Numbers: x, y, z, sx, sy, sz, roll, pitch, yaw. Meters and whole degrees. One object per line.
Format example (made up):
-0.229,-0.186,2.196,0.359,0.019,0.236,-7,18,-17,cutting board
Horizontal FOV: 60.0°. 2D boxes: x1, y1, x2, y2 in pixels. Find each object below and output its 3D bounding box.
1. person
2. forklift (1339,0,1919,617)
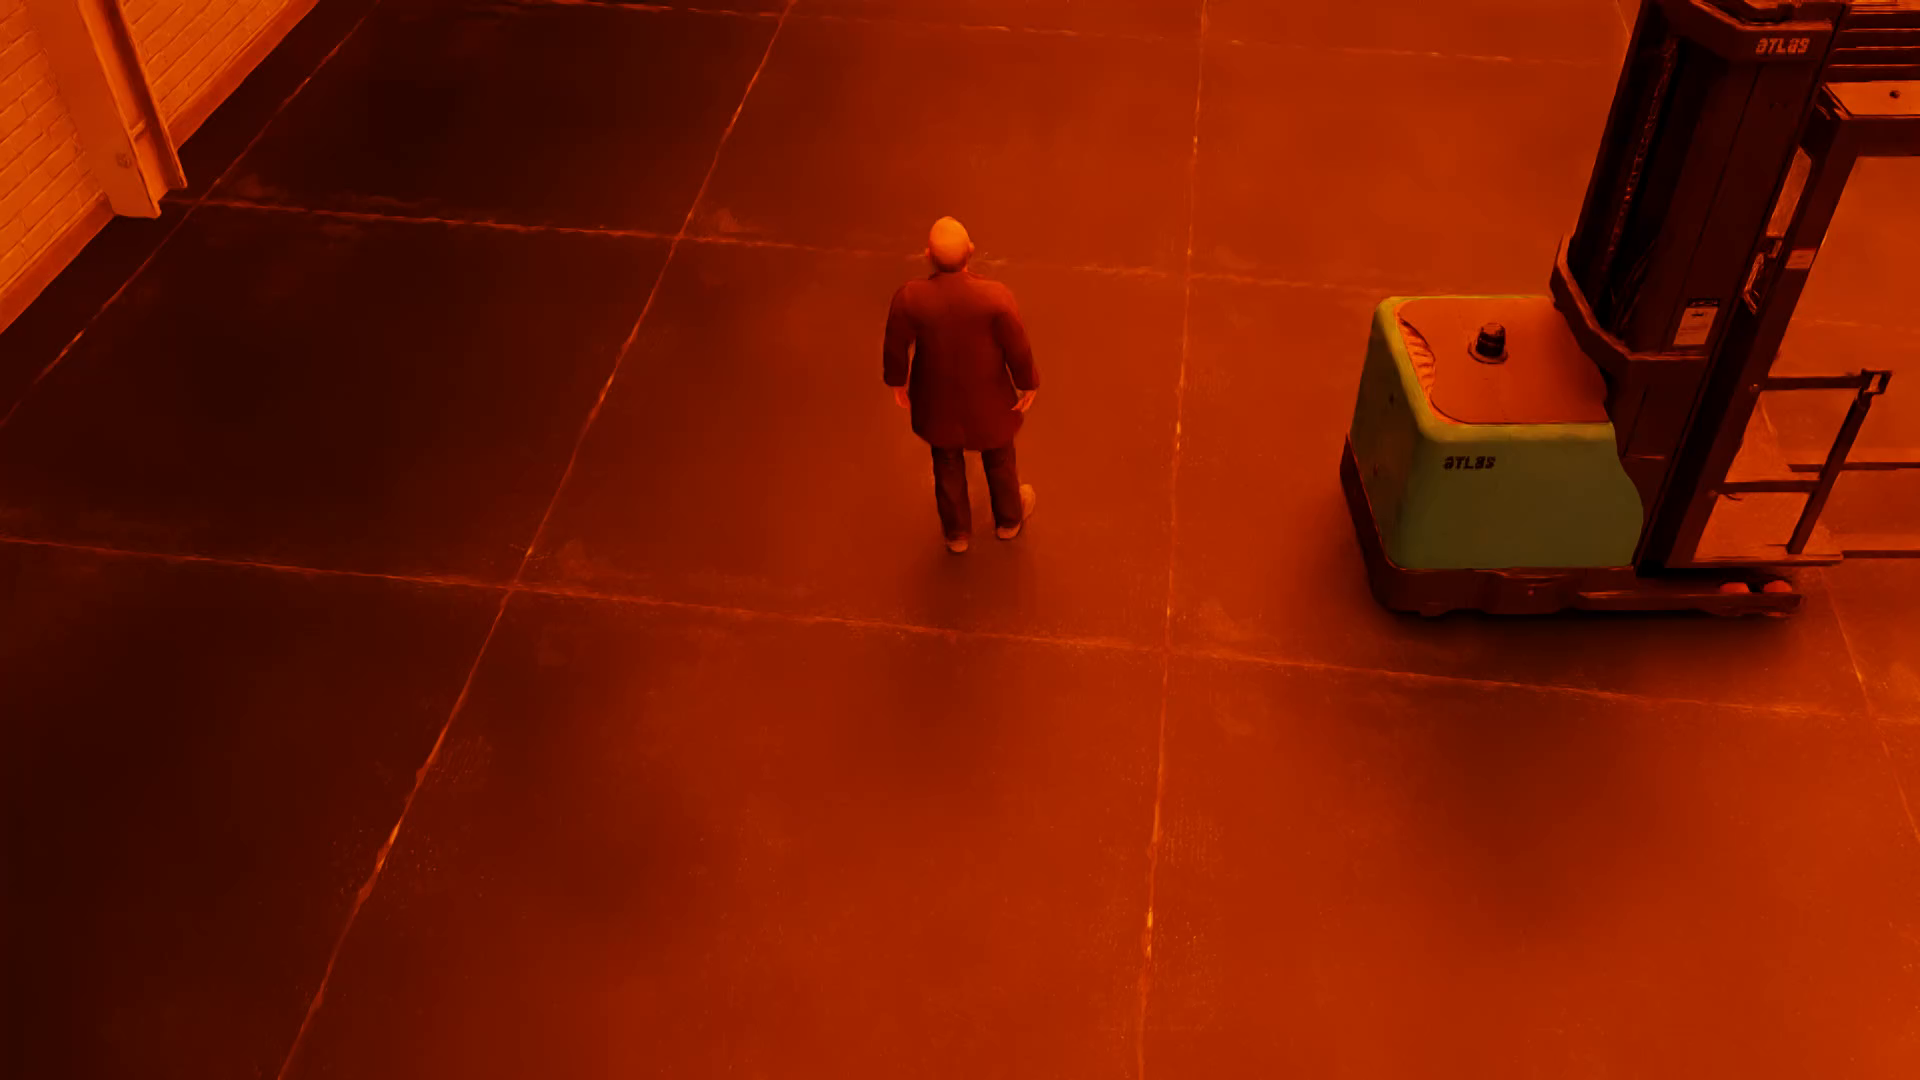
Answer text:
0.017,-0.721,7.351,0.694,1.776,0.580,5,43,6,person
3.382,-1.092,6.913,3.031,2.935,1.130,-1,43,-1,forklift
